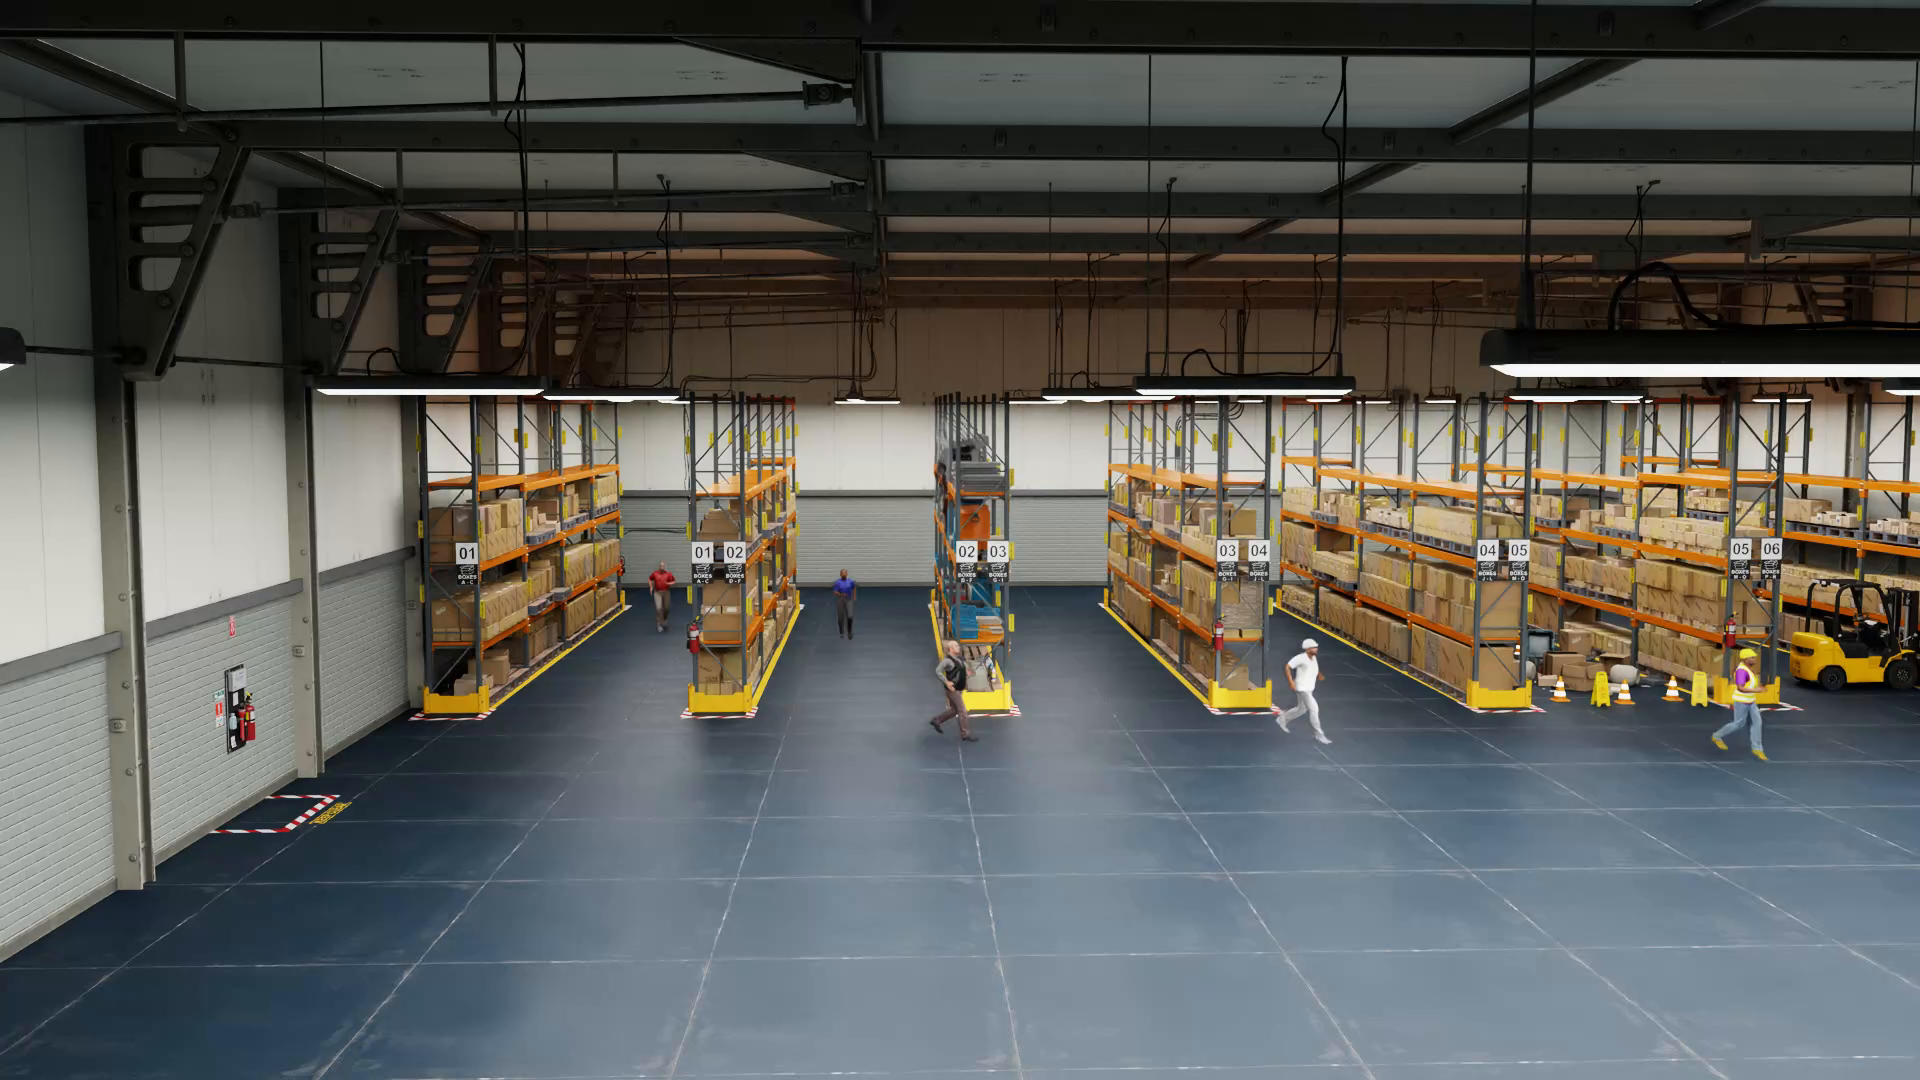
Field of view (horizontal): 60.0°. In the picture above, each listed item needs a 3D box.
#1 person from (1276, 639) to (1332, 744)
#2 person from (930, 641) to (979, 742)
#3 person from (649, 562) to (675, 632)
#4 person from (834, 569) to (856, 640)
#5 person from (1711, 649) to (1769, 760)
[{"bbox_3d":[5.887,2.562,28.475,1.040,1.765,0.727,3,6,36],"label":"person"},{"bbox_3d":[-0.105,2.571,28.467,0.958,1.699,0.663,2,5,21],"label":"person"},{"bbox_3d":[-7.637,1.426,42.673,0.654,1.743,0.957,-1,5,-16],"label":"person"},{"bbox_3d":[-2.677,1.522,38.987,0.569,1.661,0.652,-1,5,-11],"label":"person"},{"bbox_3d":[12.789,2.679,27.208,0.911,1.828,0.729,4,6,40],"label":"person"}]
